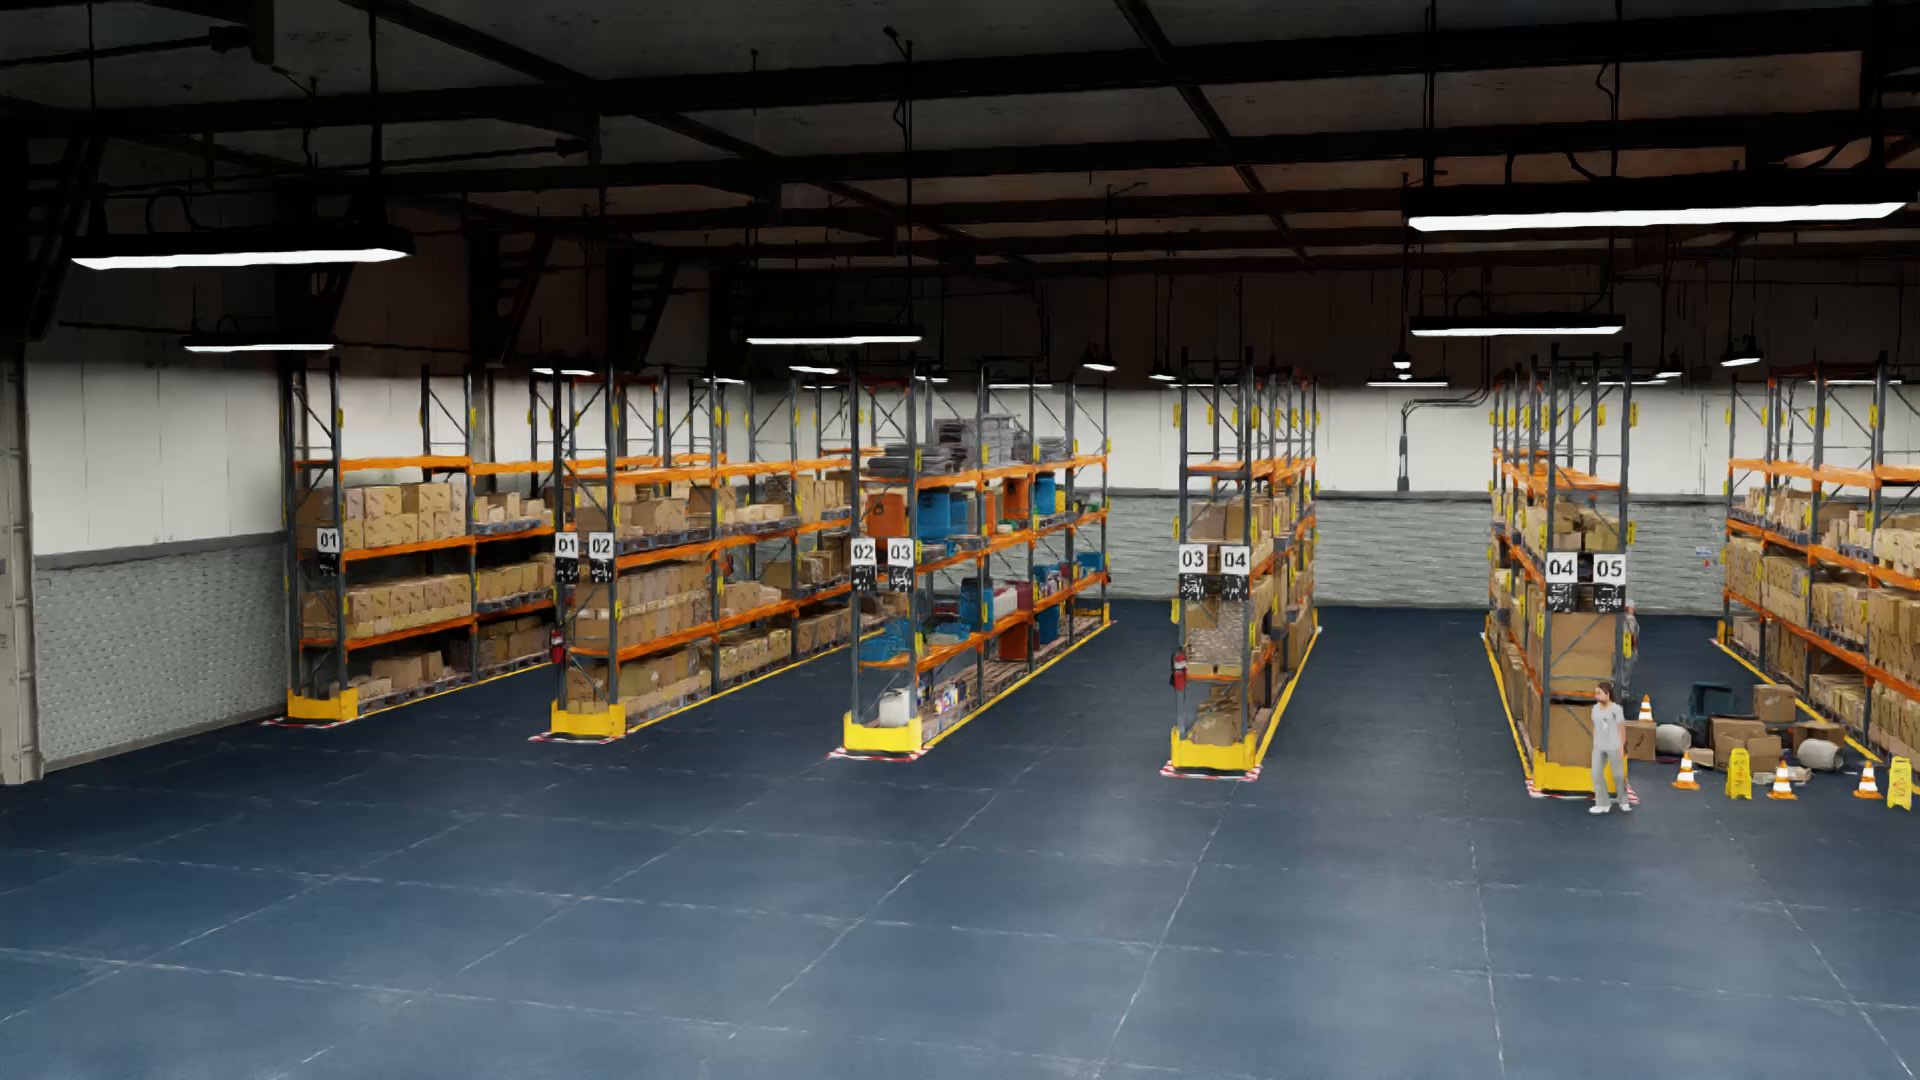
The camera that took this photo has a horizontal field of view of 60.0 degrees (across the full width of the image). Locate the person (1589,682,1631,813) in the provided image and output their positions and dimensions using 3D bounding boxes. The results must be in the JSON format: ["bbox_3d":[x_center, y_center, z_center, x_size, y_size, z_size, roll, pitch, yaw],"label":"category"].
[{"bbox_3d":[8.277,2.628,21.147,0.571,1.661,0.493,-3,5,-37],"label":"person"}]

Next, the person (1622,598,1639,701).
[{"bbox_3d":[11.869,1.922,29.478,0.471,1.789,0.622,0,4,-6],"label":"person"}]
